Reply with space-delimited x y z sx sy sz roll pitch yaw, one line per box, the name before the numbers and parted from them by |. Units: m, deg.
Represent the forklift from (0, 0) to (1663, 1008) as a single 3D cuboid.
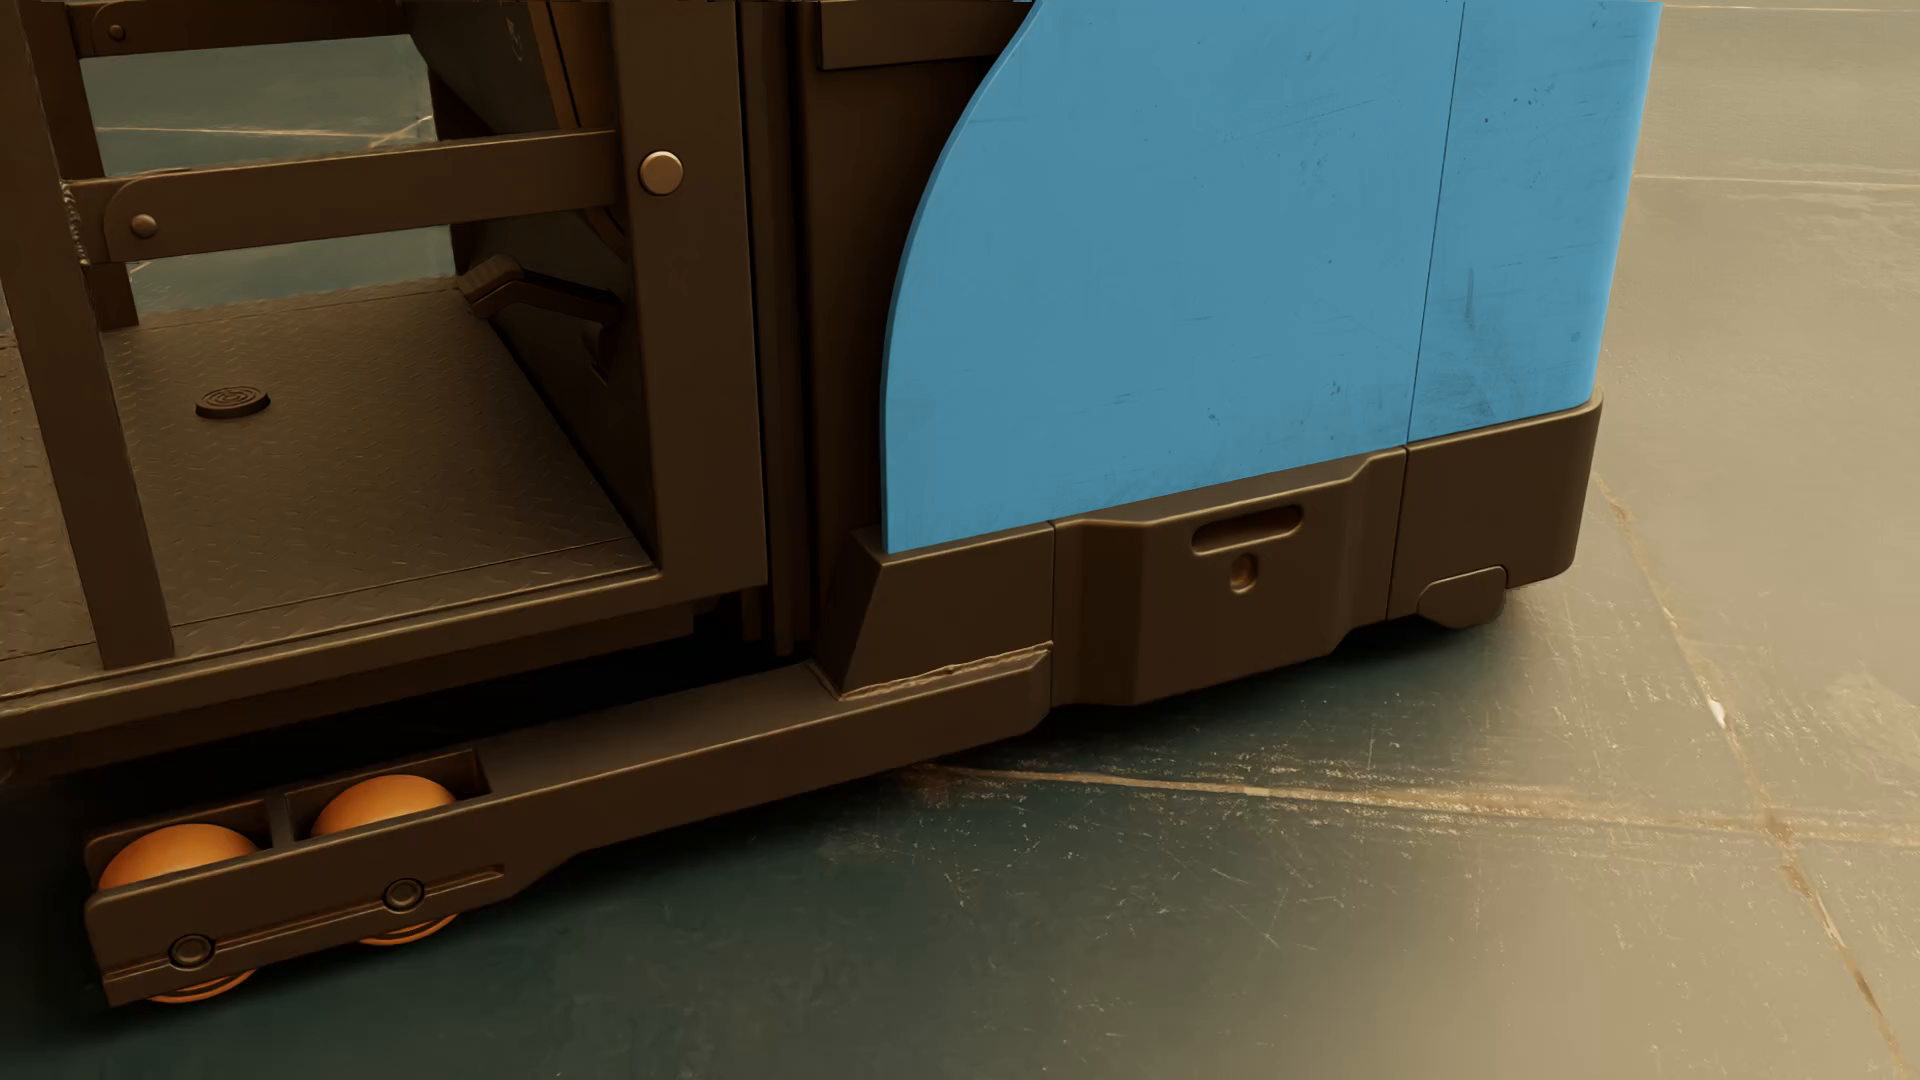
forklift | -0.706 -1.135 1.492 3.031 2.935 1.130 -12 29 -23
